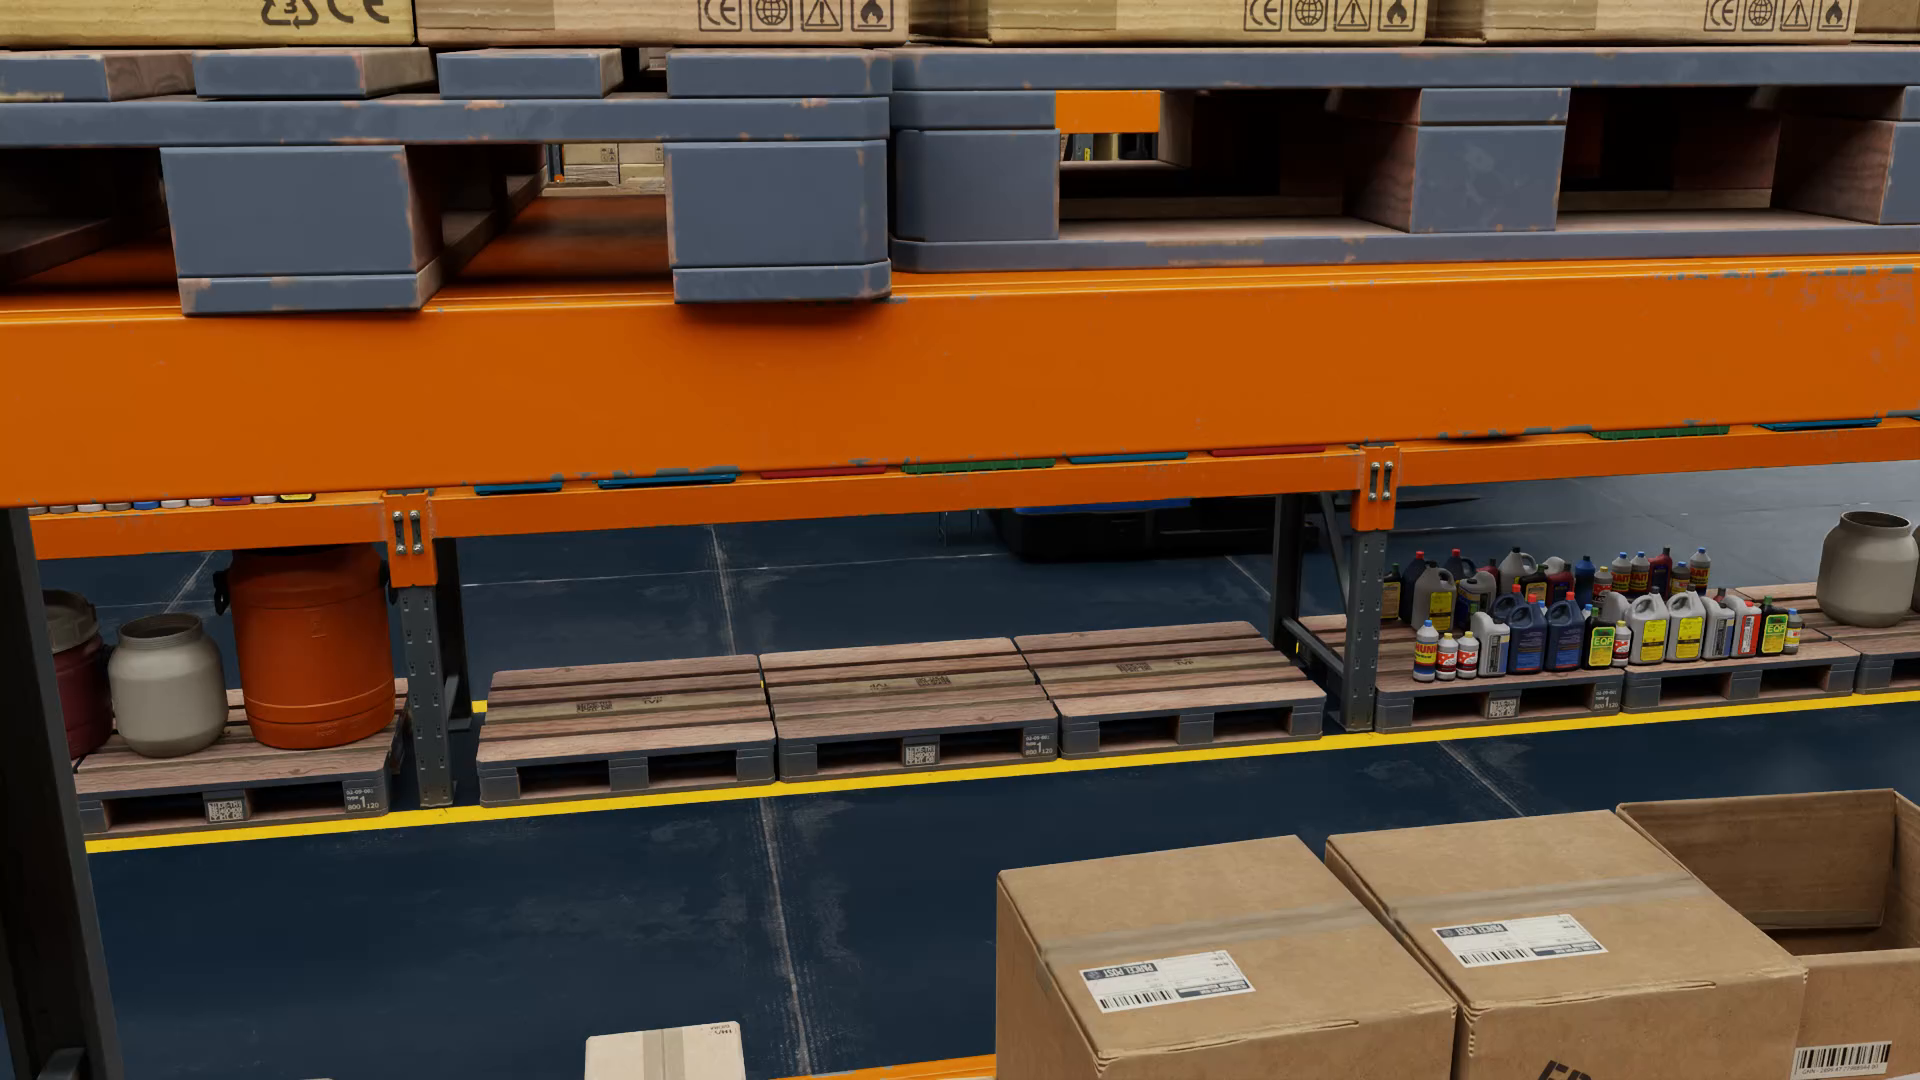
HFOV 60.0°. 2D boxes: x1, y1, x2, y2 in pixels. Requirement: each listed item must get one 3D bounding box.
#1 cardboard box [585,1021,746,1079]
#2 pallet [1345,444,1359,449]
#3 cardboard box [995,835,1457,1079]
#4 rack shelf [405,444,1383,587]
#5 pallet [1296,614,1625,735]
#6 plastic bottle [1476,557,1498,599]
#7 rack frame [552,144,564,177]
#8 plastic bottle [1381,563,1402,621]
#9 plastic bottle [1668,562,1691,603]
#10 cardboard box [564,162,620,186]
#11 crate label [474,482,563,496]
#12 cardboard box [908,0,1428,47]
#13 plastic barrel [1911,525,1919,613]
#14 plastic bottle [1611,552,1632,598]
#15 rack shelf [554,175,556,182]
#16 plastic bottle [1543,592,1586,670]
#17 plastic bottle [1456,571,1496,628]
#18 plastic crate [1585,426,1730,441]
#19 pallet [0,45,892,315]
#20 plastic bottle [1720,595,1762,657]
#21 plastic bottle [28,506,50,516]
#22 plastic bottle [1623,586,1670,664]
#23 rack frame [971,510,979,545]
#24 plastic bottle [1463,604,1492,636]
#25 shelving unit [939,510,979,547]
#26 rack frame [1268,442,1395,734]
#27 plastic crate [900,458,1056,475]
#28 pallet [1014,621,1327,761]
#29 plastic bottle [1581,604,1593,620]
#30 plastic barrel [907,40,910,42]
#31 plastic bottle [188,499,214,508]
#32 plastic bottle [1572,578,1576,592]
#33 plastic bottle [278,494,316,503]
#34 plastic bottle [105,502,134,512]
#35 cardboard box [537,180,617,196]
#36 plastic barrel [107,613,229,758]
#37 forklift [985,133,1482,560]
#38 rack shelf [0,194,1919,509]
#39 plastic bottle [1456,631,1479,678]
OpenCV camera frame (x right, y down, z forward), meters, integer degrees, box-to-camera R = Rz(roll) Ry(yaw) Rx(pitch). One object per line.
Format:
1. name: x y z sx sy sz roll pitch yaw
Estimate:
1. cardboard box: -0.456 0.932 2.598 0.250 0.149 0.380 -3 17 -10
2. pallet: 2.618 -0.921 12.951 1.213 0.211 1.003 -3 17 -10
3. cardboard box: 0.358 0.795 2.443 0.500 0.500 0.500 -4 18 -13
4. rack shelf: -0.259 -0.254 7.256 4.000 0.370 1.077 -3 17 -10
5. pallet: 2.372 0.598 8.005 1.213 0.211 1.003 -3 17 -10
6. plastic bottle: 2.623 0.228 8.338 0.133 0.283 0.061 -2 17 -7
7. rack frame: -5.042 -4.771 20.738 0.127 3.000 1.000 -3 17 -10
8. plastic bottle: 2.115 0.257 8.244 0.133 0.283 0.061 -2 17 -8
9. plastic bottle: 3.691 0.212 8.530 0.097 0.201 0.097 0 17 0
10. cardboard box: -3.512 -3.345 15.924 0.500 0.500 0.500 -3 17 -10
11. crate label: -1.738 -0.322 6.537 0.416 0.233 0.303 -3 17 -10
12. cardboard box: 0.223 -0.726 1.998 0.500 0.250 0.500 -4 17 -12
13. plastic barrel: 5.001 0.115 8.351 0.421 0.512 0.421 0 17 0
14. plastic bottle: 3.358 0.197 8.458 0.097 0.271 0.097 0 17 0
15. rack shelf: -7.006 -4.316 20.481 4.000 0.370 1.077 -3 17 -10
16. plastic bottle: 2.761 0.410 7.629 0.185 0.351 0.144 -4 18 -13
17. plastic bottle: 2.524 0.294 8.136 0.135 0.276 0.152 -3 17 -10
18. plastic crate: 3.091 -0.603 7.526 0.662 0.188 0.450 -3 17 -10
19. pallet: -0.637 -0.466 1.933 1.003 0.211 1.213 -2 17 -8
20. plastic bottle: 3.660 0.394 7.810 0.135 0.276 0.152 -3 17 -10
21. plastic bottle: -3.455 -0.200 6.192 0.097 0.201 0.097 0 17 0
22. plastic bottle: 3.179 0.387 7.706 0.185 0.351 0.144 -3 17 -11
23. rack frame: 0.092 -0.435 10.197 0.006 0.900 0.240 -3 17 -10
24. plastic bottle: 2.392 0.431 7.678 0.133 0.283 0.061 -3 17 -10
25. shelving unit: -0.008 -0.430 10.178 0.210 0.900 0.258 -3 17 -10
26. rack frame: 1.705 -0.710 7.513 0.127 3.000 1.000 -3 17 -10
27. plastic crate: 0.049 -0.430 6.964 0.662 0.188 0.450 -3 17 -10
28. pallet: 0.941 0.678 7.744 1.213 0.211 1.003 -3 17 -10
29. plastic bottle: 2.899 0.429 7.702 0.097 0.271 0.097 0 17 0
30. plastic barrel: -0.038 -2.219 6.466 0.708 0.901 0.600 -3 17 -10
31. plastic bottle: -2.882 -0.232 6.298 0.097 0.201 0.097 0 17 0
32. plastic bottle: 3.059 0.248 8.413 0.097 0.201 0.097 0 17 0
33. plastic bottle: -2.539 -0.286 6.331 0.133 0.283 0.061 -3 17 -10
34. plastic bottle: -3.169 -0.216 6.245 0.097 0.201 0.097 0 17 0
35. cardboard box: -2.639 -2.205 11.496 0.500 0.500 0.500 -5 18 -17
36. plastic barrel: -3.237 0.591 6.801 0.421 0.512 0.421 0 17 0
37. forklift: 1.727 -1.475 10.121 3.031 2.935 1.130 -3 17 -9
38. rack shelf: 0.677 -0.354 2.137 3.809 0.124 0.919 -3 17 -10
39. plastic bottle: 2.301 0.515 7.543 0.097 0.201 0.097 0 17 0
